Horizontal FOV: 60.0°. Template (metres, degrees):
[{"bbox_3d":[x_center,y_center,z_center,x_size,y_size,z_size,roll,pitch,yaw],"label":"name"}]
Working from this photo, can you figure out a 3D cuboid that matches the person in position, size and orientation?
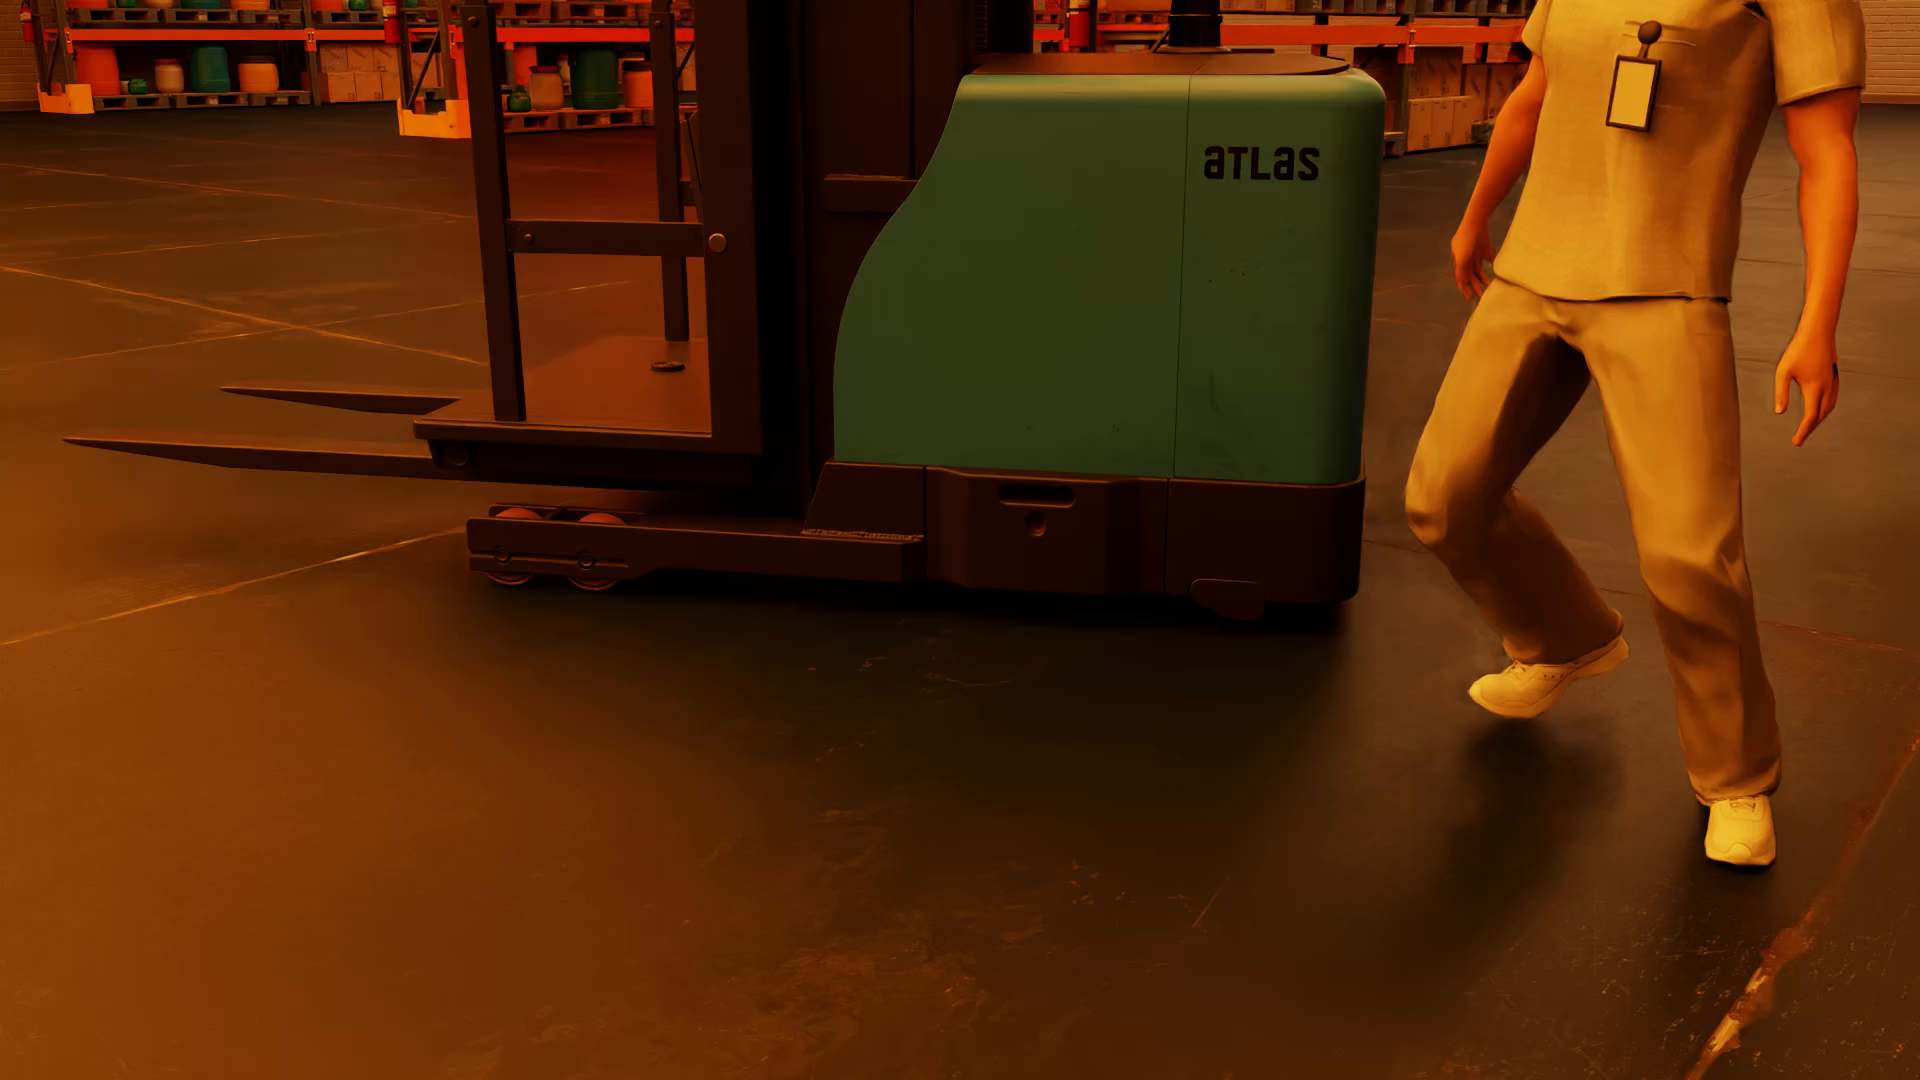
[{"bbox_3d":[1.012,-0.390,2.500,0.484,1.596,0.781,-9,19,-27],"label":"person"}]

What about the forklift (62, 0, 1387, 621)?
[{"bbox_3d":[-0.598,-1.438,3.633,3.031,2.935,1.130,3,17,11],"label":"forklift"}]
